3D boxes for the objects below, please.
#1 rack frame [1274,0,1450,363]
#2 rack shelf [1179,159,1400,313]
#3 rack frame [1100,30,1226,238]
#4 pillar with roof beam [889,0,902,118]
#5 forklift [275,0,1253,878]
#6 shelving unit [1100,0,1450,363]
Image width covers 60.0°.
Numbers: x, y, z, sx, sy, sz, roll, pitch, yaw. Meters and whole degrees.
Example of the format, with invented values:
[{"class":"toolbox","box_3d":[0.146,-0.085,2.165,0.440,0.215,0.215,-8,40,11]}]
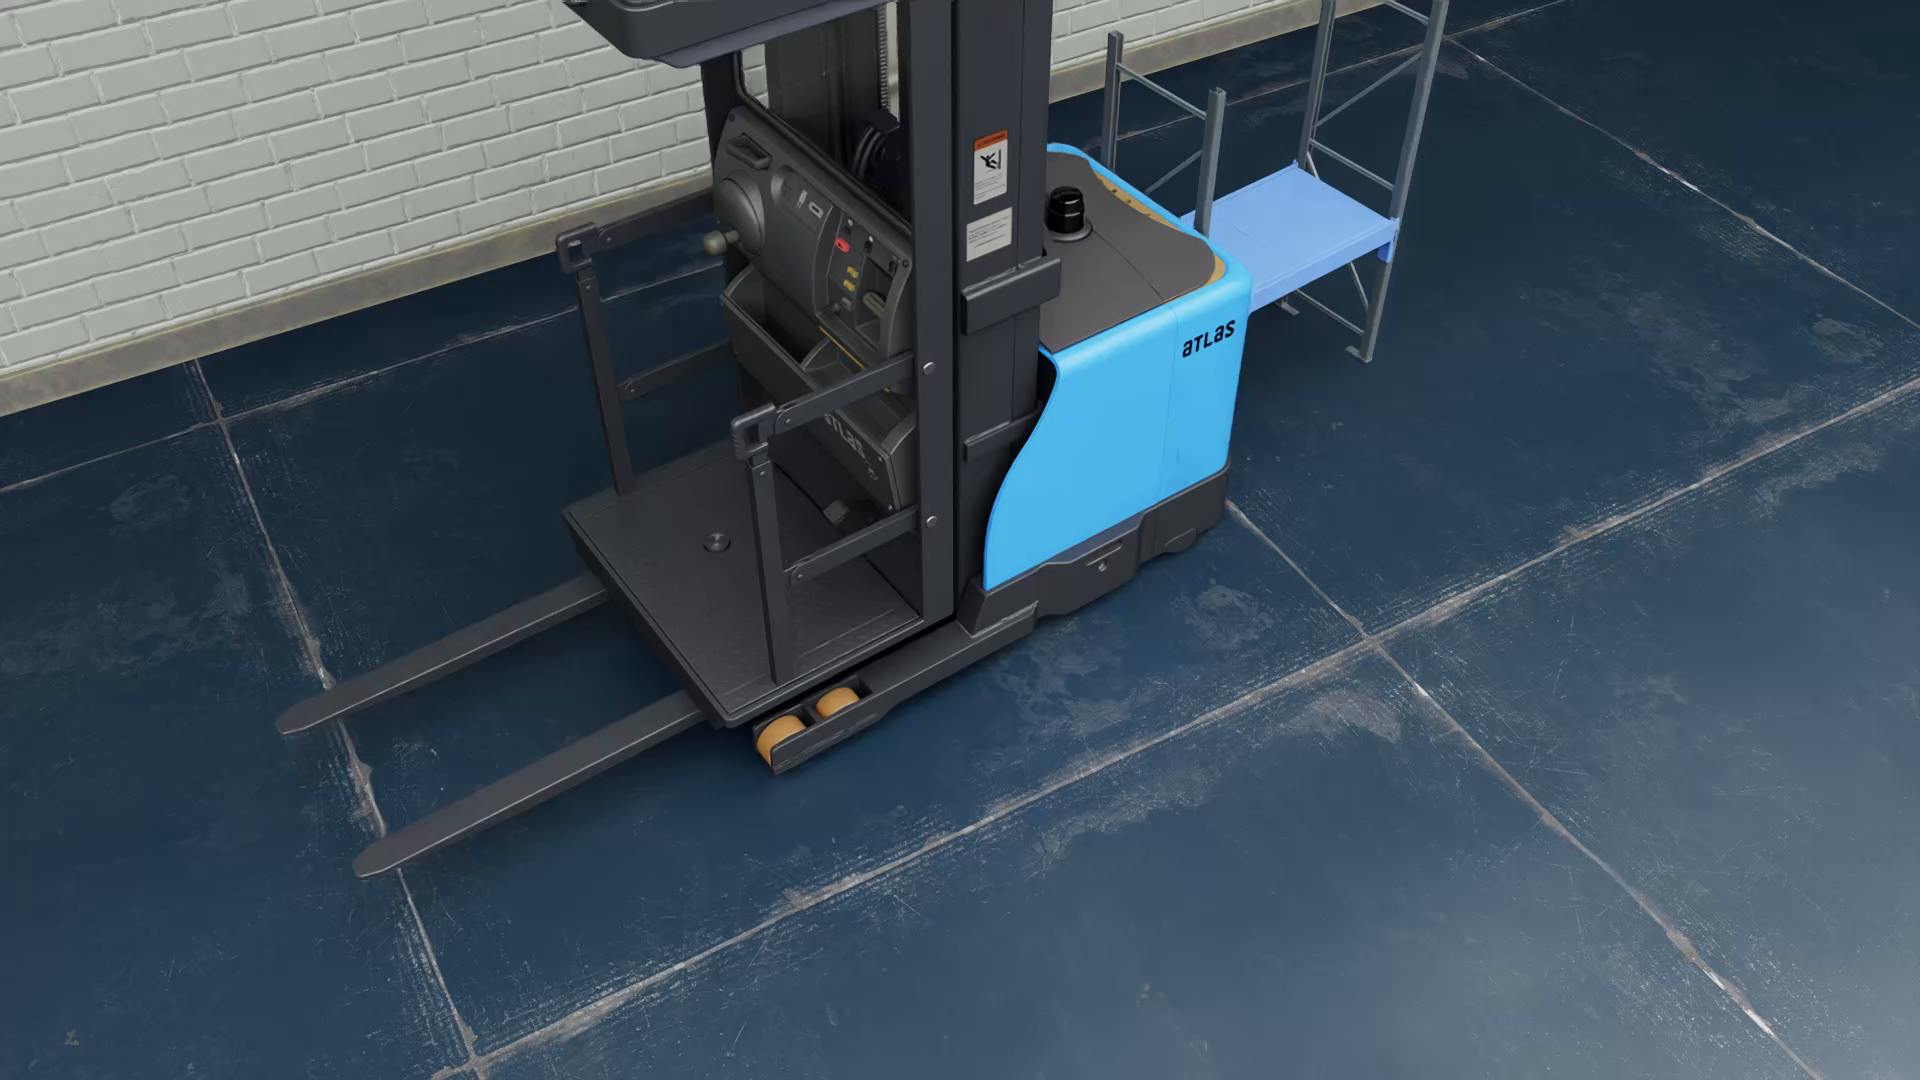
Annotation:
[{"class":"rack frame","box_3d":[1.436,-1.367,6.082,0.032,1.500,0.500,-28,51,-26]},{"class":"rack shelf","box_3d":[1.034,-1.021,5.983,1.000,0.185,0.538,-28,51,-26]},{"class":"rack frame","box_3d":[0.633,-0.933,5.635,0.032,1.500,0.500,-28,51,-26]},{"class":"pillar with roof beam","box_3d":[1.828,-2.307,1.666,0.400,9.000,9.100,-22,48,-21]},{"class":"forklift","box_3d":[-0.584,-0.779,4.448,3.031,2.935,1.130,-26,50,-25]},{"class":"shelving unit","box_3d":[1.034,-1.150,5.858,1.048,1.500,0.538,-28,51,-26]}]
